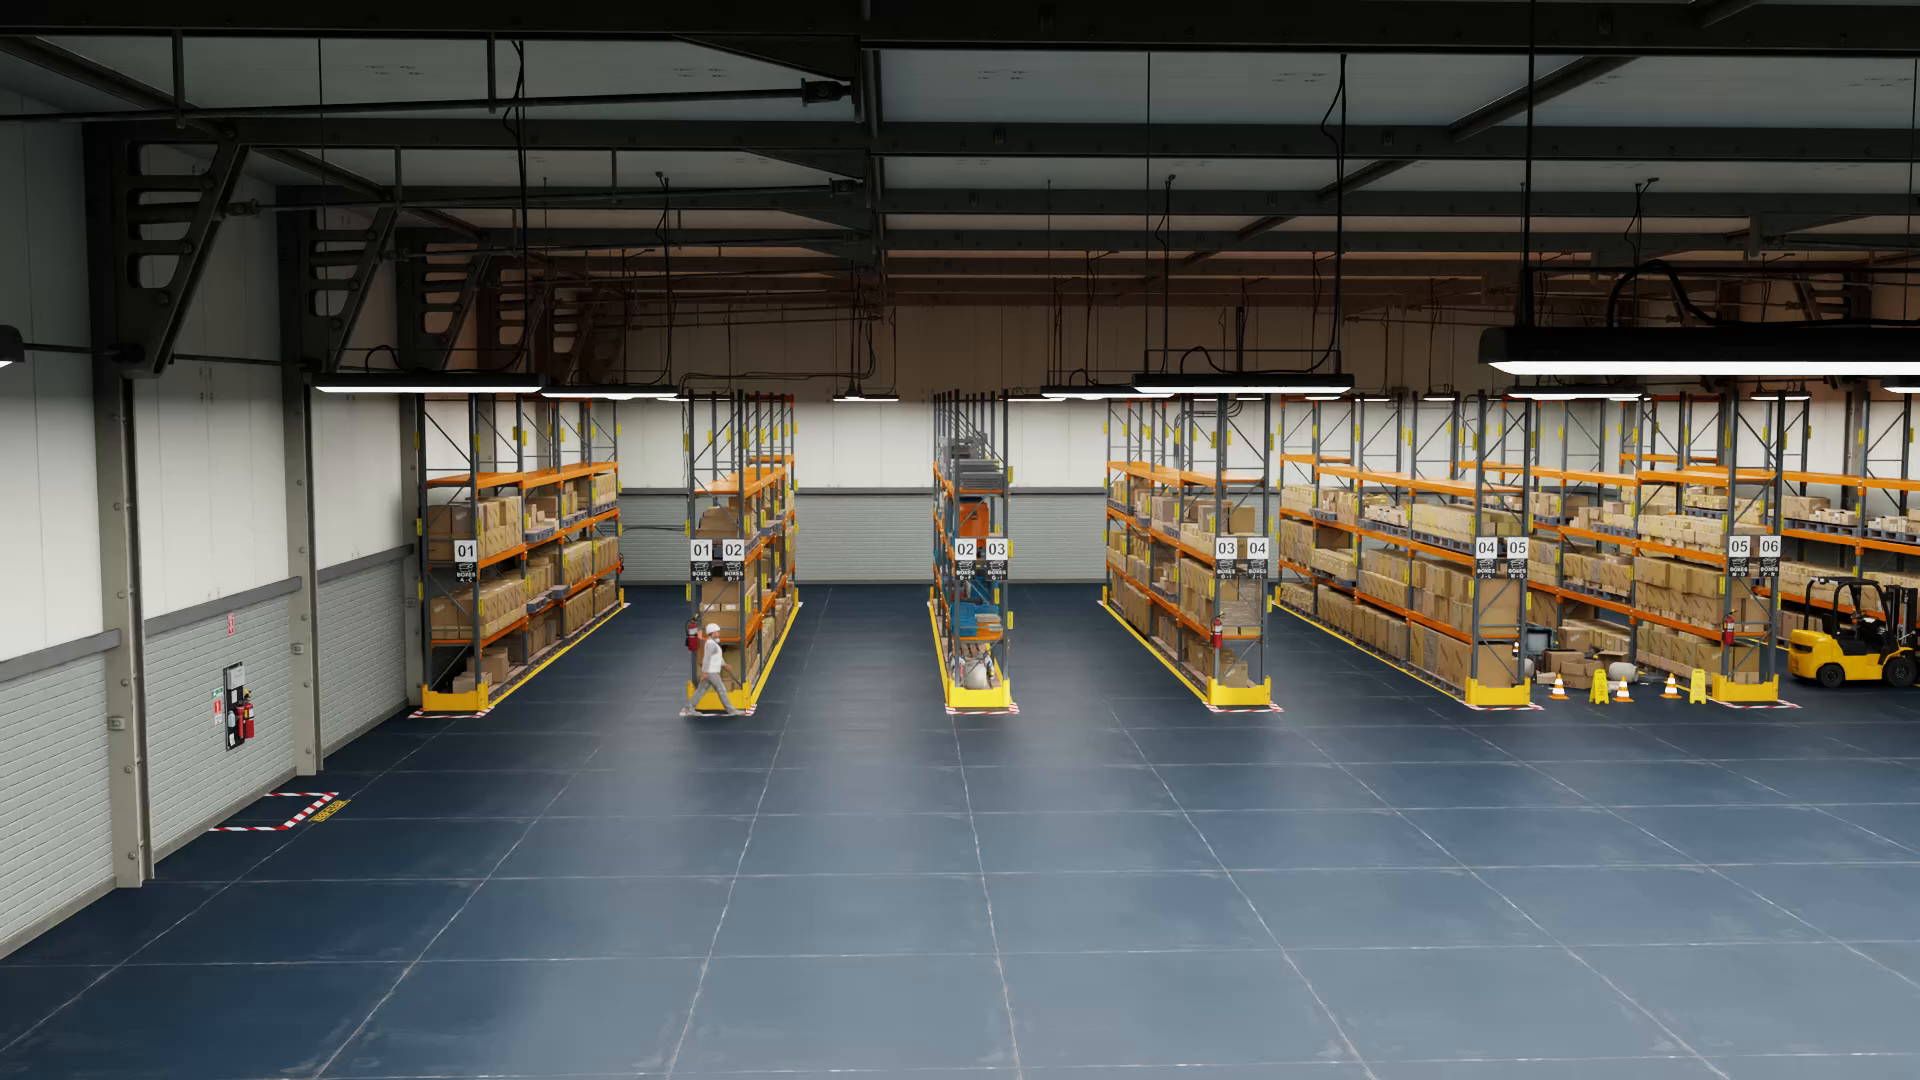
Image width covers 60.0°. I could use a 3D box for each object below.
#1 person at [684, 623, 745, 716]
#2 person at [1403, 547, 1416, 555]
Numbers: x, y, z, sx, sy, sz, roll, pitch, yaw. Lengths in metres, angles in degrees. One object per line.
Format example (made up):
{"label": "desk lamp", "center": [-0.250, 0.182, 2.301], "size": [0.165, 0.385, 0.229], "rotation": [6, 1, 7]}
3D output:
{"label": "person", "center": [-4.490, 2.373, 30.351], "size": [1.102, 1.700, 0.579], "rotation": [0, 5, -6]}
{"label": "person", "center": [14.074, 0.668, 51.952], "size": [0.834, 1.607, 0.439], "rotation": [-3, 5, -32]}
